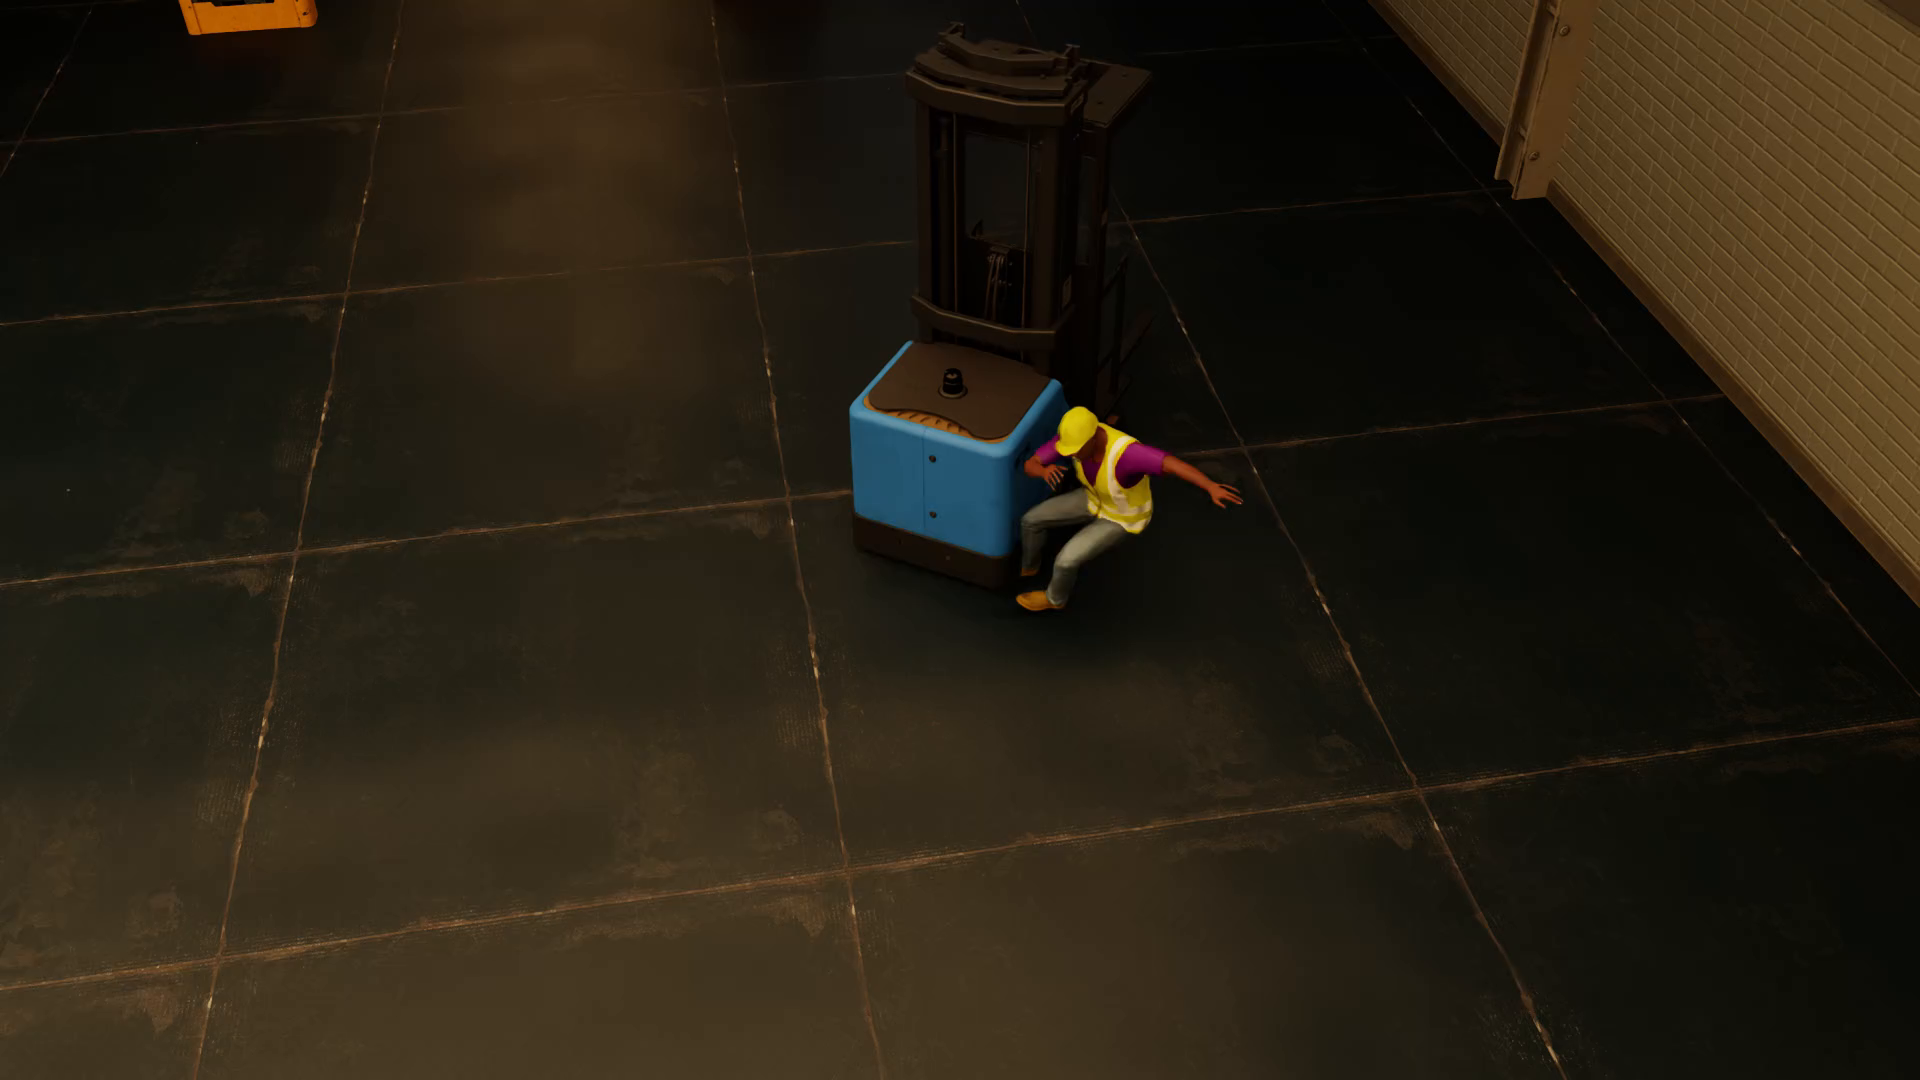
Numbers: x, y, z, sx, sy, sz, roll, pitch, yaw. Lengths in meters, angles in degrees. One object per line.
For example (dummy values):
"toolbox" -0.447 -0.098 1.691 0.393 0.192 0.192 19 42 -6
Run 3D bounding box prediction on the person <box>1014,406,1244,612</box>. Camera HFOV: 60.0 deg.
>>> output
"person" 0.816 -0.077 9.235 0.726 1.431 1.427 -27 47 -28

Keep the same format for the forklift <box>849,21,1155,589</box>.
"forklift" 0.437 -1.783 10.054 1.130 2.935 3.031 17 43 19
